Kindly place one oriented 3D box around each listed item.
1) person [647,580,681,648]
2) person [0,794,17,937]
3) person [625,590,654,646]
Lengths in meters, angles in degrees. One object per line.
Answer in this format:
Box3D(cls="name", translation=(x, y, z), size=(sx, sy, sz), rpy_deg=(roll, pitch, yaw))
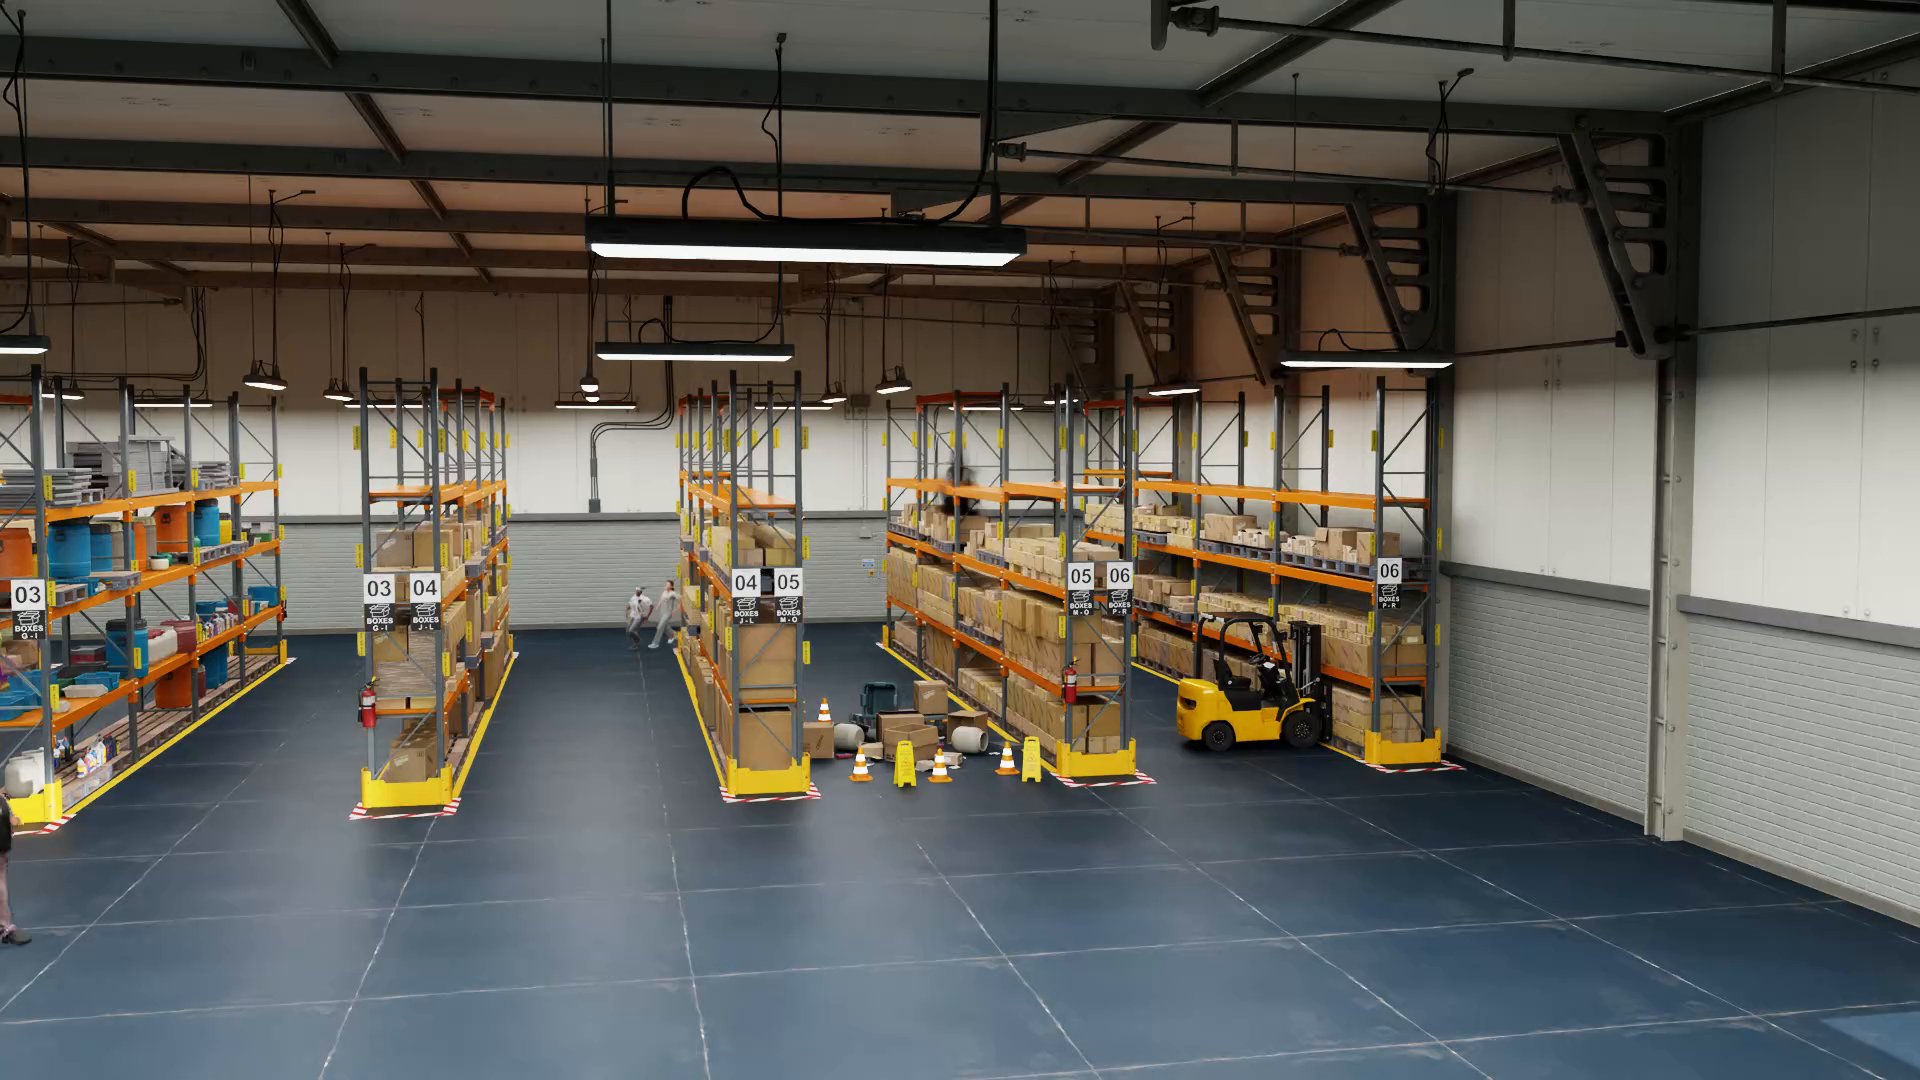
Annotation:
Box3D(cls="person", translation=(-7.072, 1.778, 40.150), size=(0.634, 1.633, 0.951), rpy_deg=(3, 4, 41))
Box3D(cls="person", translation=(-9.731, 3.197, 16.548), size=(0.803, 1.436, 0.654), rpy_deg=(1, 3, 8))
Box3D(cls="person", translation=(-7.696, 1.876, 39.681), size=(0.675, 1.406, 0.534), rpy_deg=(2, 4, 31))
